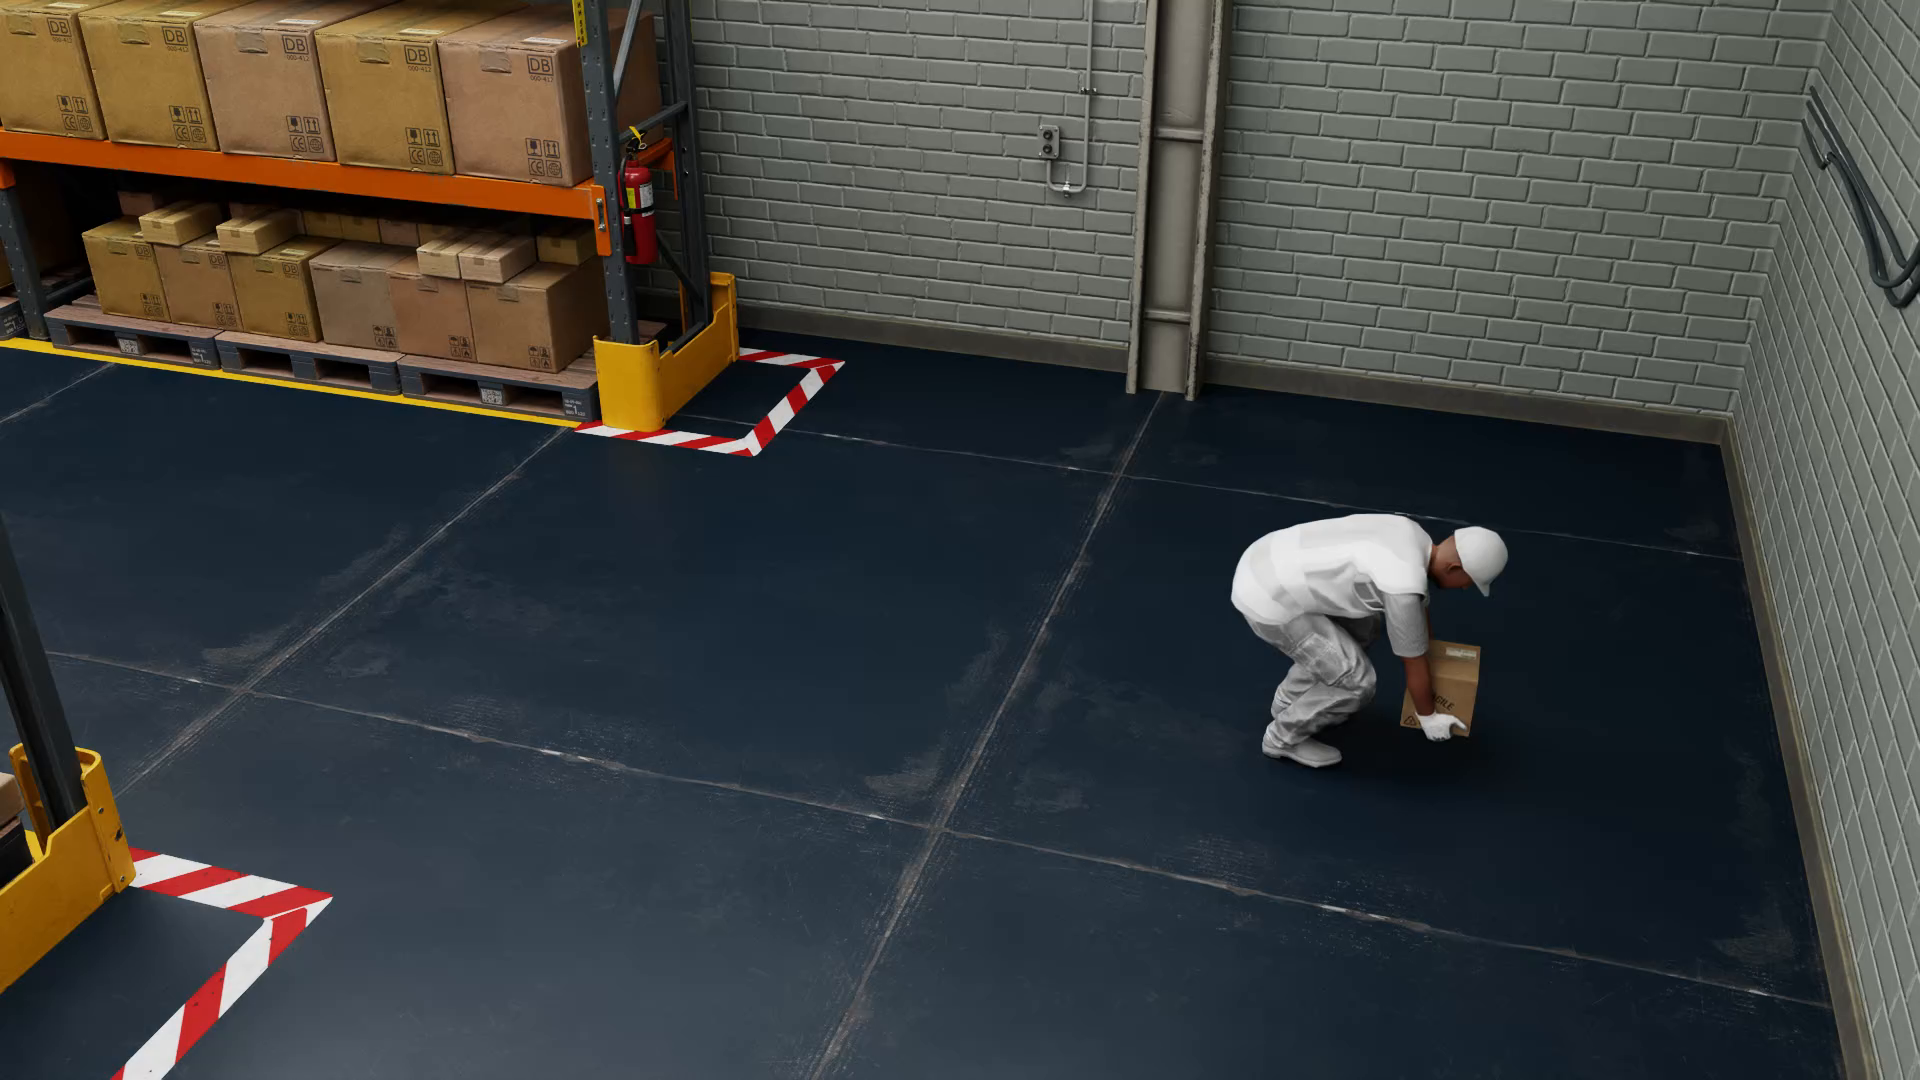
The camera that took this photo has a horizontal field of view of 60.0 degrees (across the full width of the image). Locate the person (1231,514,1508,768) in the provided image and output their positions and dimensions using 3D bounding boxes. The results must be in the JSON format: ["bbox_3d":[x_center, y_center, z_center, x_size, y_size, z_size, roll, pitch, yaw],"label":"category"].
[{"bbox_3d":[1.504,0.355,6.282,0.965,0.993,0.550,7,30,13],"label":"person"}]
